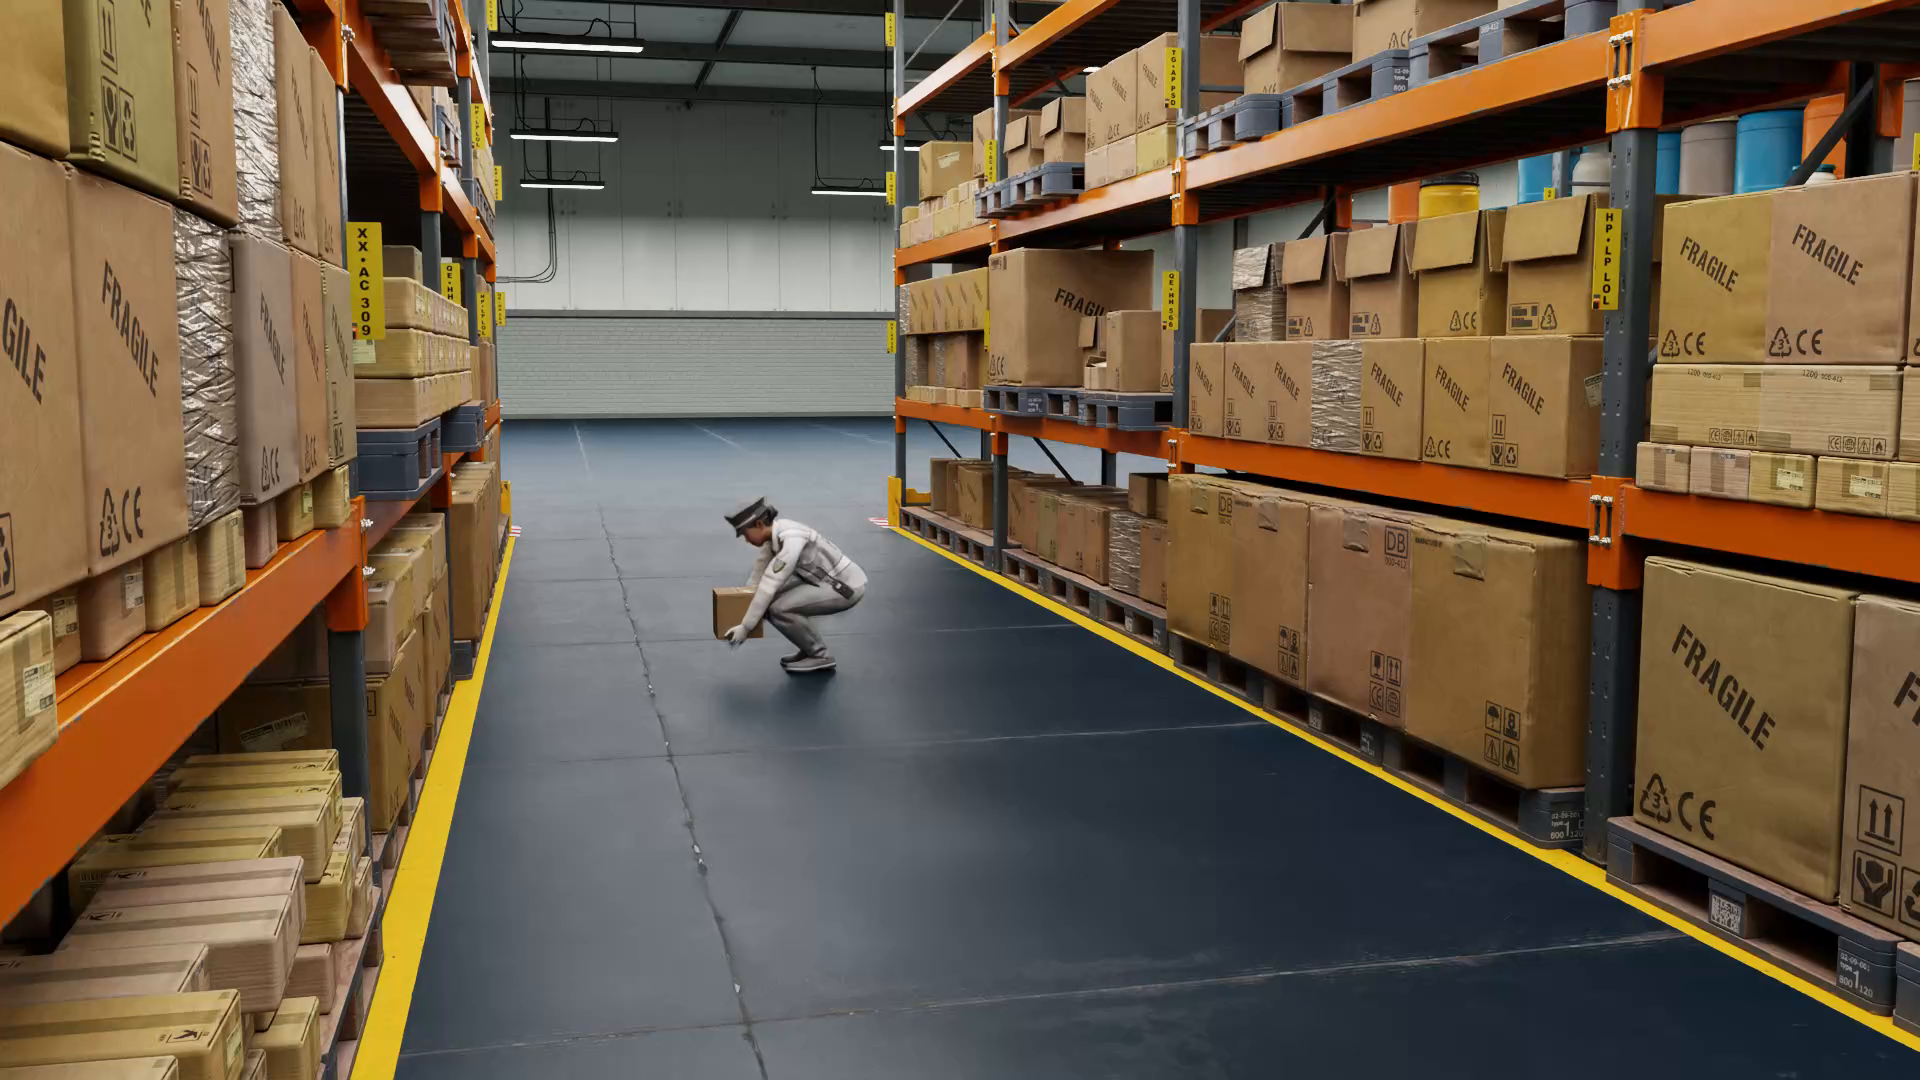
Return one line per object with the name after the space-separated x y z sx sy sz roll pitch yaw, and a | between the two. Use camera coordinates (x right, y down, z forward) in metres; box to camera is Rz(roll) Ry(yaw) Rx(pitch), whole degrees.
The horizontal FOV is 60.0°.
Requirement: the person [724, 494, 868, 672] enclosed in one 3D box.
-0.917 0.234 9.209 0.811 0.993 0.463 -2 6 -15 | person
